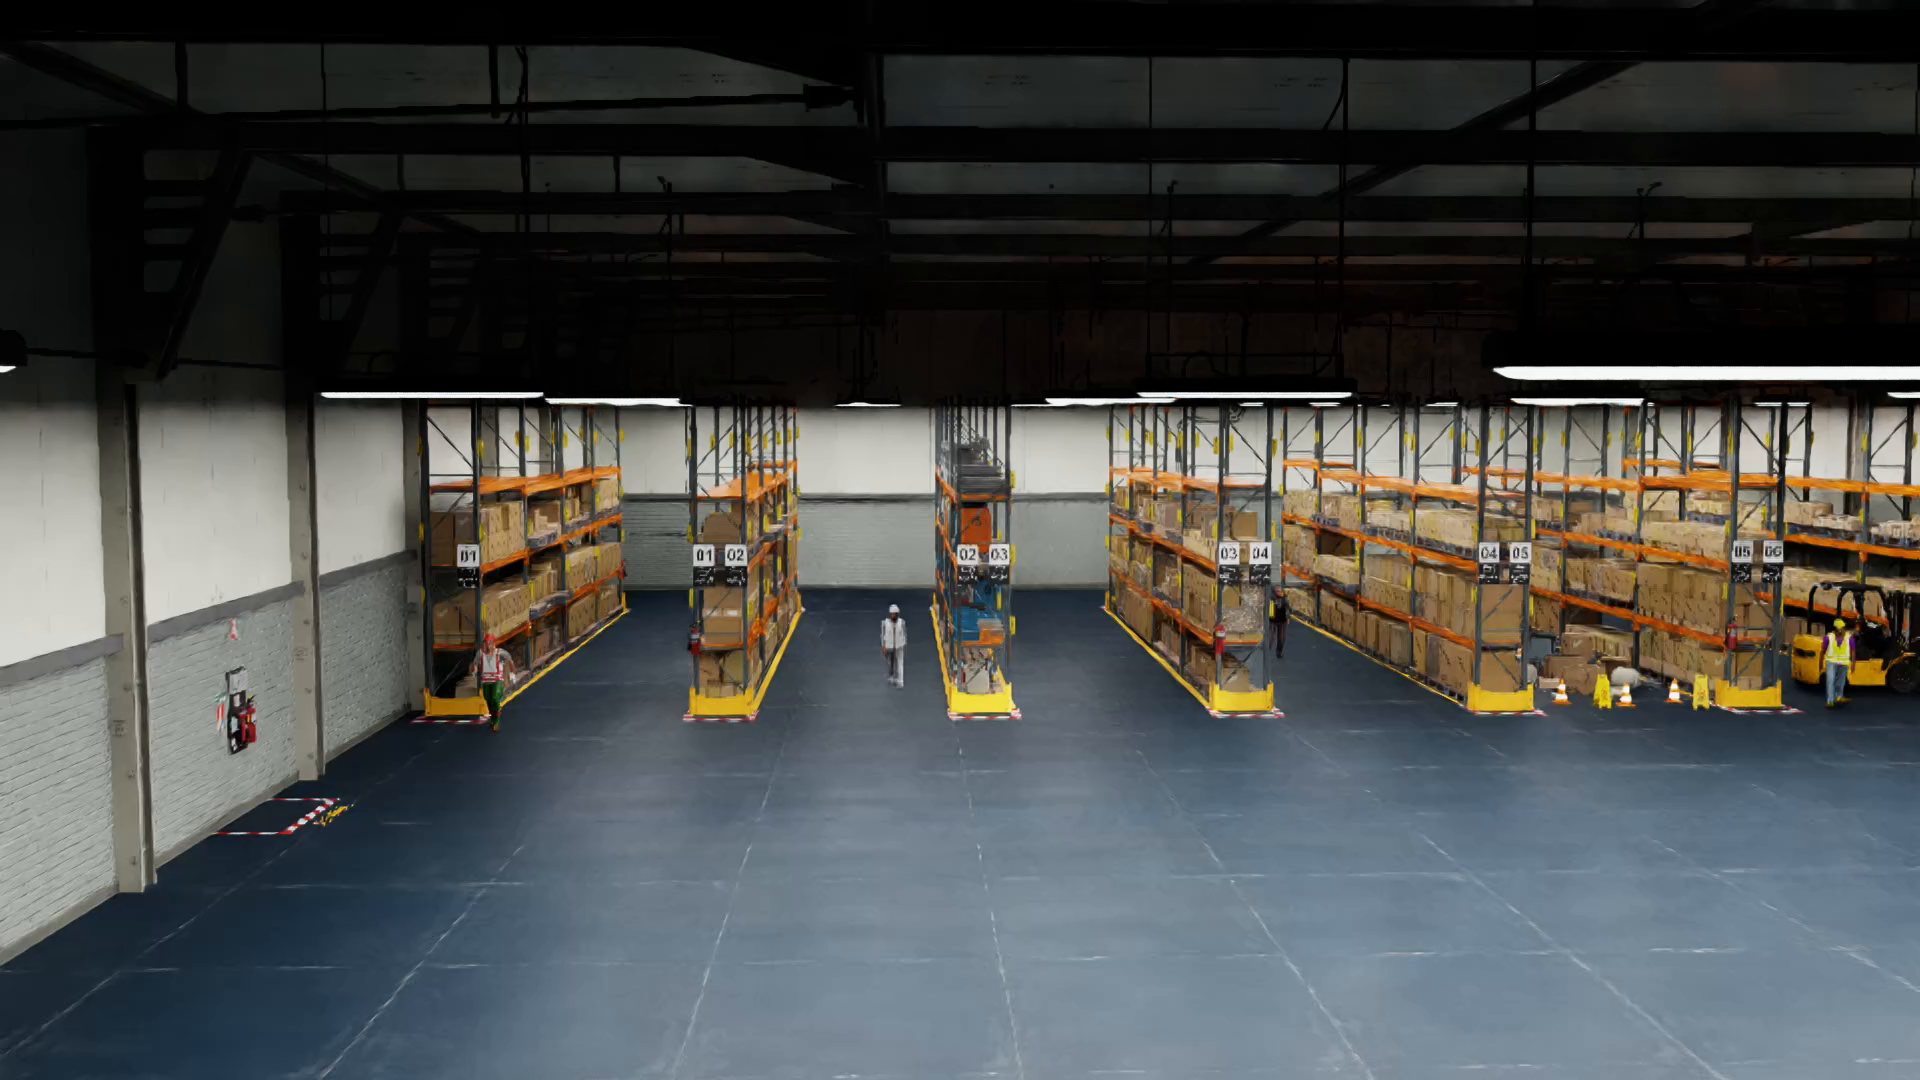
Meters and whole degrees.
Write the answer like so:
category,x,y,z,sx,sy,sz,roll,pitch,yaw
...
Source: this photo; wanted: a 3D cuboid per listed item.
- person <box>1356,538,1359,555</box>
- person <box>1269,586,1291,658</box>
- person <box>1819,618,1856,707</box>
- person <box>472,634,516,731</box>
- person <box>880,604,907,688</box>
category,x,y,z,sx,sy,sz,roll,pitch,yaw
person,12.346,0.759,51.869,0.581,1.779,0.556,3,5,34
person,7.276,1.869,38.274,0.677,1.645,0.534,0,5,-4
person,16.932,2.352,32.078,0.617,1.715,0.972,2,5,19
person,-8.361,2.517,29.763,0.703,1.722,0.835,0,5,3
person,-1.373,2.164,34.316,0.542,1.700,1.115,0,4,0
